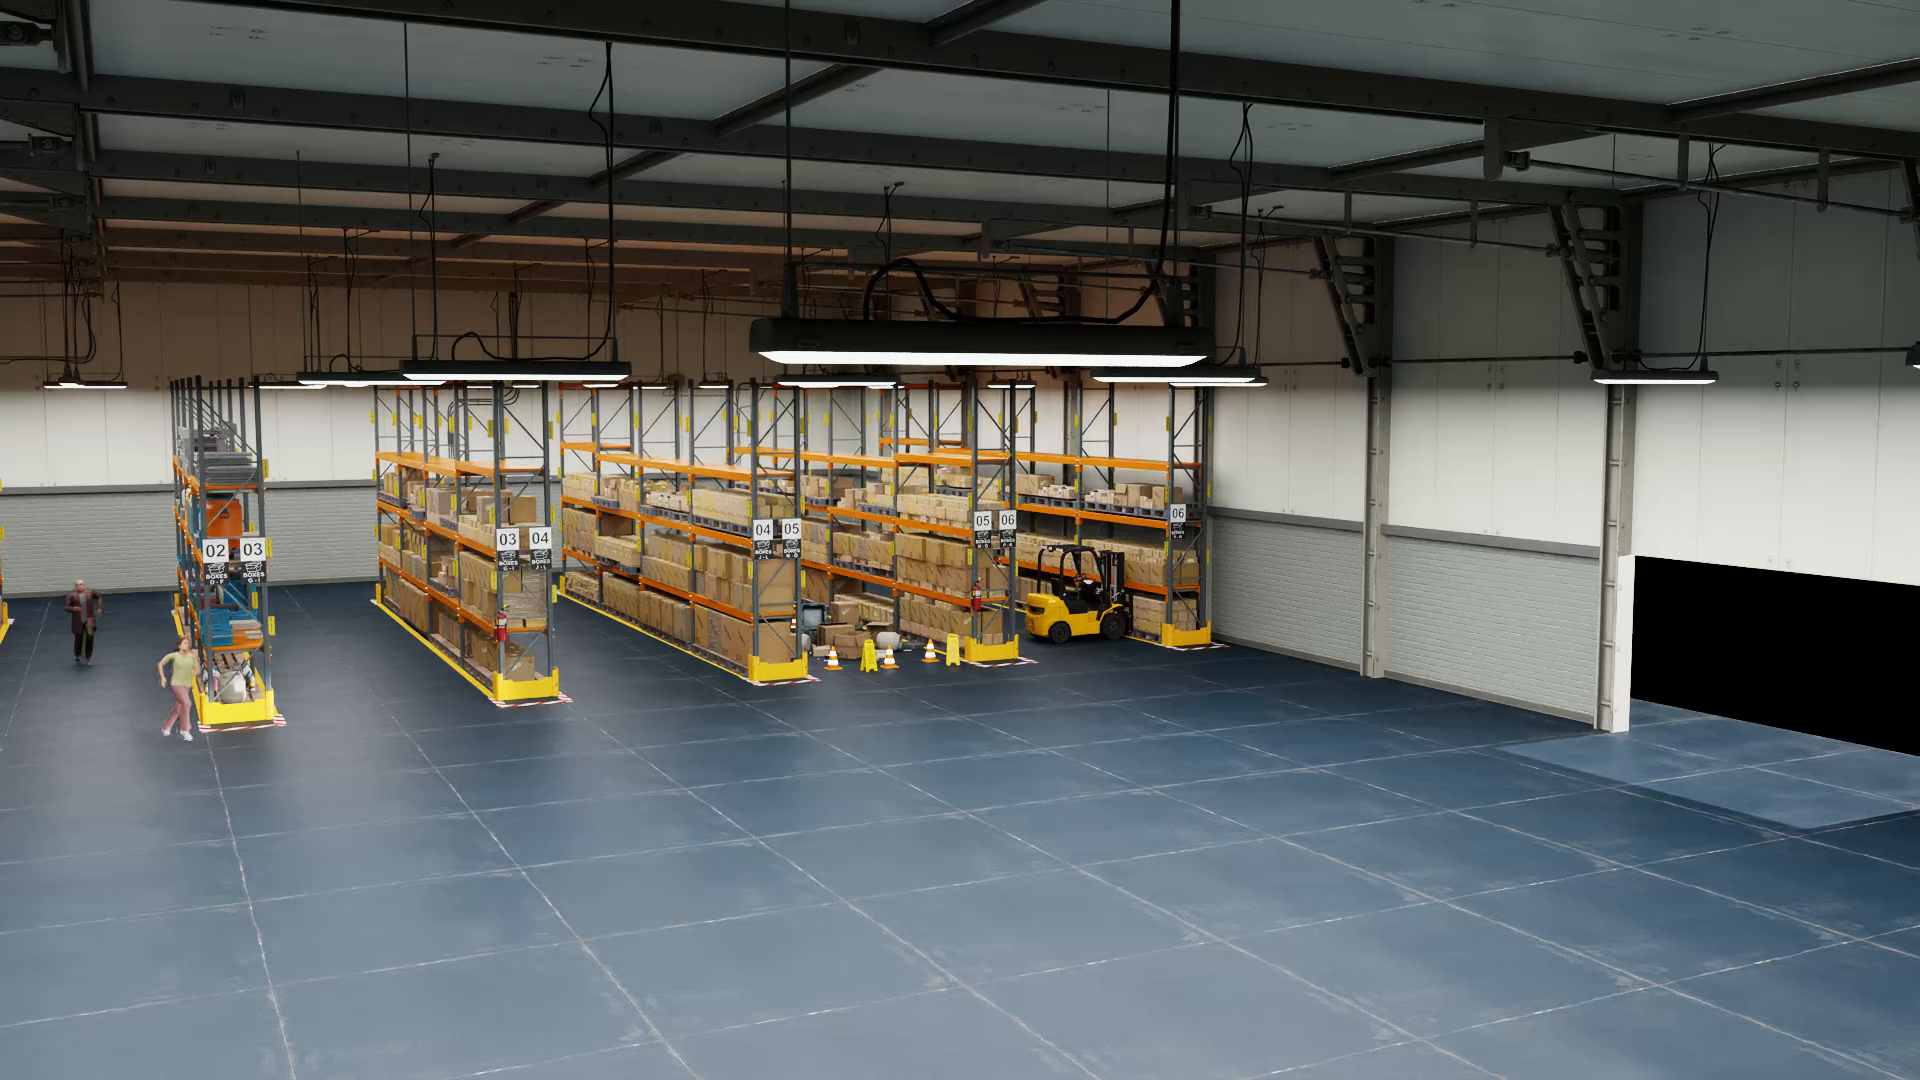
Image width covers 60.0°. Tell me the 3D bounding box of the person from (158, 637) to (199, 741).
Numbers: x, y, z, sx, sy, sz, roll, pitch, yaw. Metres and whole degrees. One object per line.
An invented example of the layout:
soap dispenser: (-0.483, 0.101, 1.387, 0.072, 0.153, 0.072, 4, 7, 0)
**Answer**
person: (-12.860, 2.439, 27.554, 0.814, 1.664, 0.577, 3, 6, 29)

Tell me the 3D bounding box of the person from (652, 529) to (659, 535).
person: (-9.029, 0.494, 49.858, 0.838, 1.648, 0.616, -3, 6, -27)

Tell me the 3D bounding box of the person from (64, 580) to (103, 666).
person: (-18.423, 1.735, 34.975, 0.730, 1.826, 0.970, -3, 6, -29)

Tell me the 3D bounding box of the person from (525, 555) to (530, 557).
person: (-11.264, 0.904, 44.343, 0.616, 1.852, 0.783, -2, 5, -19)
